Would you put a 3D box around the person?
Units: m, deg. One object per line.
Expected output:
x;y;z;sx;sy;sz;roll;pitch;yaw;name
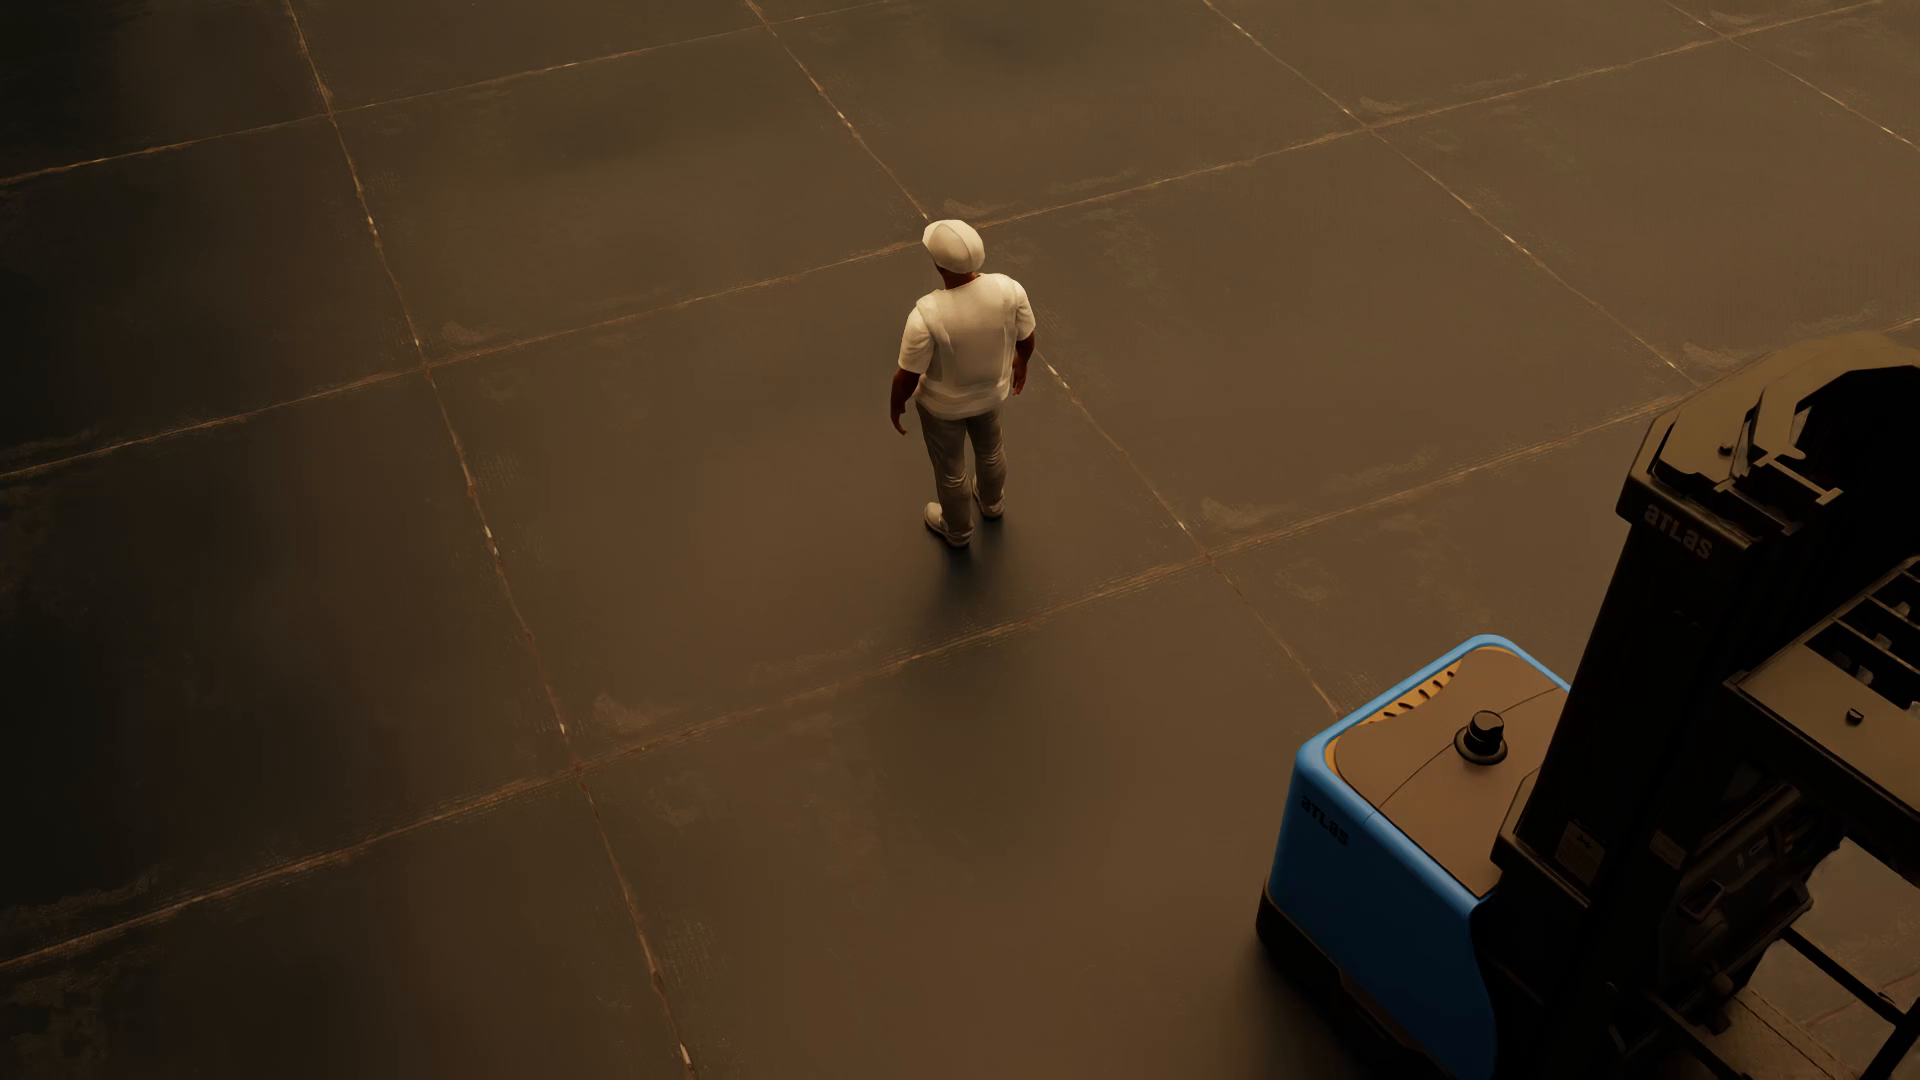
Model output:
-0.023;-0.696;7.269;0.665;1.765;0.577;-18;46;-18;person

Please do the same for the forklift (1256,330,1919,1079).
2.372;1.031;4.576;1.130;2.935;3.031;-26;49;-25;forklift
